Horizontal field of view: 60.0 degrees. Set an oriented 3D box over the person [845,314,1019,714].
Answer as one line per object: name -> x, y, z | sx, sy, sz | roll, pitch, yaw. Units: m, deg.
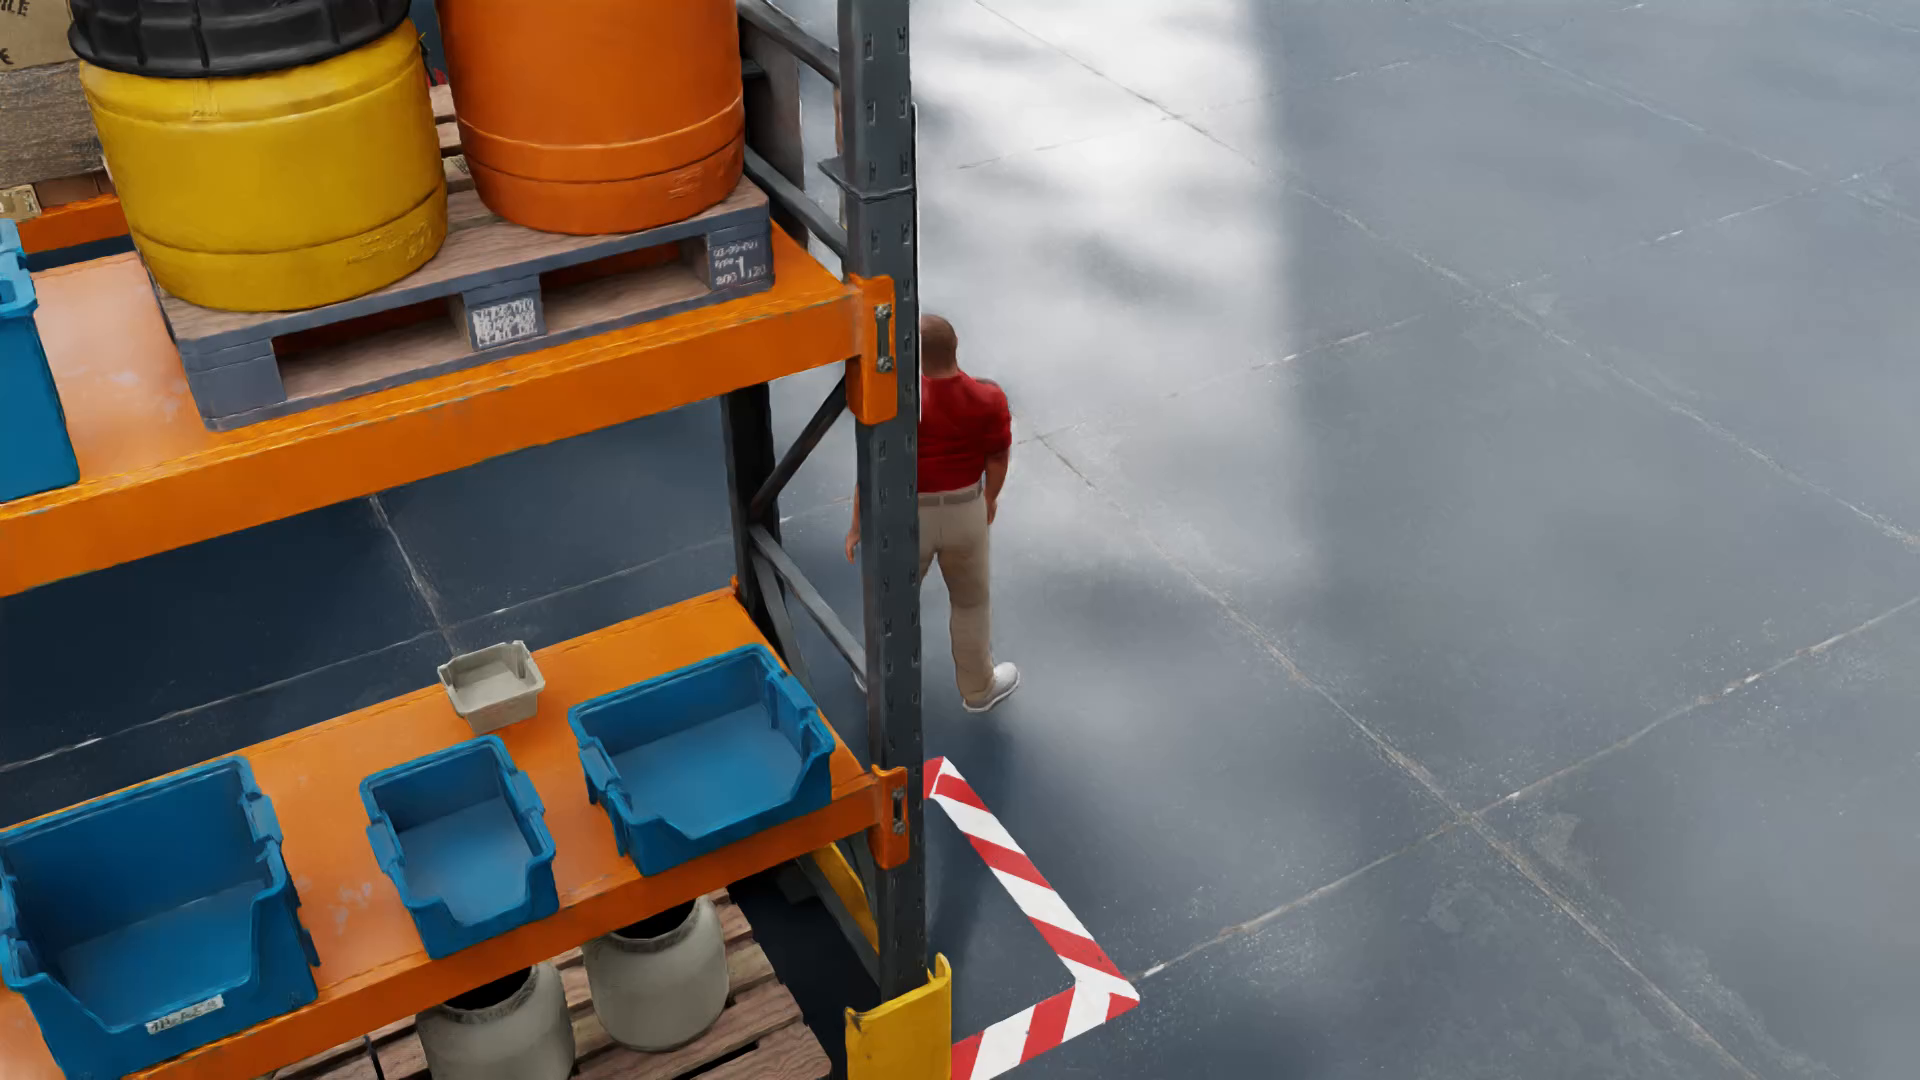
person -> -0.096, -0.081, 6.235 | 0.692, 1.734, 0.395 | -8, 37, -11
